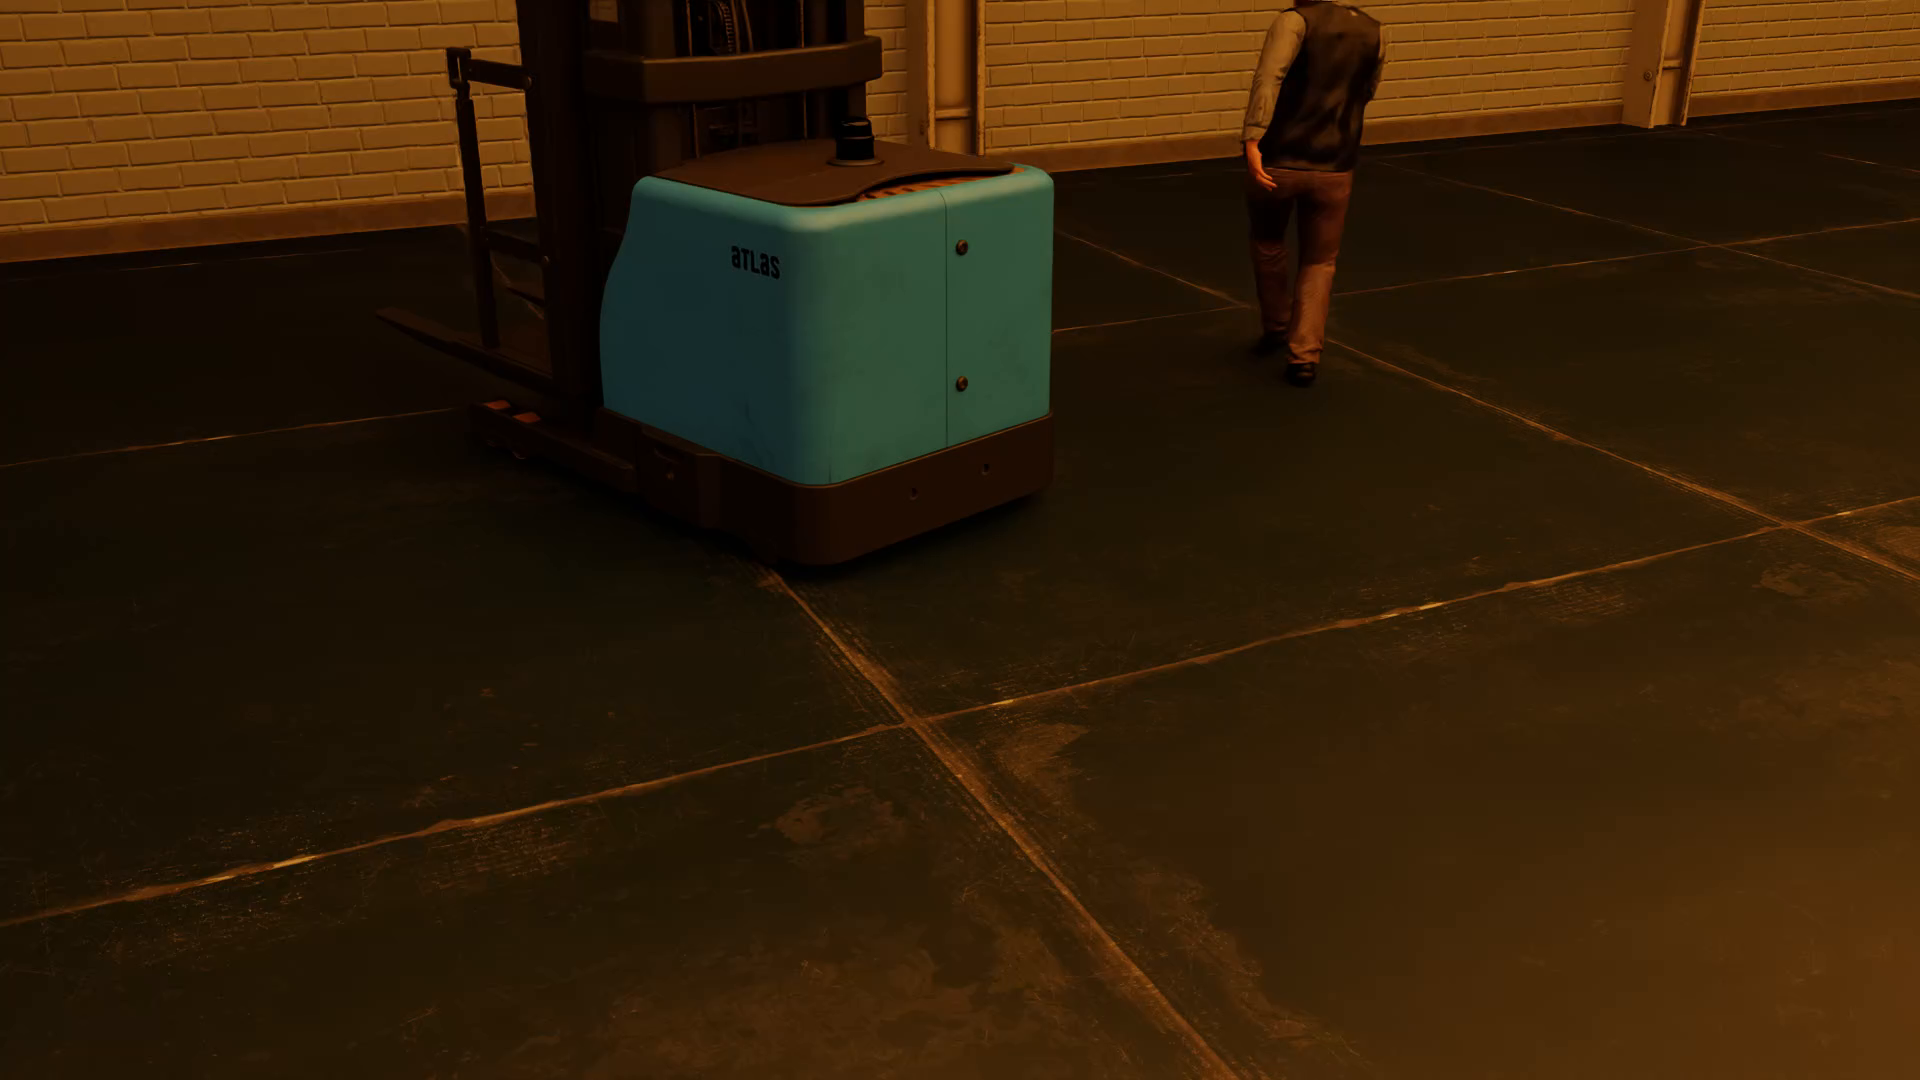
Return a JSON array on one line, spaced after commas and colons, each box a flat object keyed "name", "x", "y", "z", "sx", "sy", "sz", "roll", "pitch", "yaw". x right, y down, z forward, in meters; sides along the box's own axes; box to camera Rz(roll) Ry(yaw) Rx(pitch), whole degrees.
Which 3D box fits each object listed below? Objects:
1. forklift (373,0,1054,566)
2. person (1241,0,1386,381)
[{"name": "forklift", "x": -1.090, "y": -1.752, "z": 5.503, "sx": 1.130, "sy": 2.935, "sz": 3.031, "roll": -21, "pitch": 30, "yaw": -40}, {"name": "person", "x": 1.345, "y": -1.457, "z": 6.522, "sx": 0.570, "sy": 1.700, "sz": 0.896, "roll": 1, "pitch": 23, "yaw": 3}]
